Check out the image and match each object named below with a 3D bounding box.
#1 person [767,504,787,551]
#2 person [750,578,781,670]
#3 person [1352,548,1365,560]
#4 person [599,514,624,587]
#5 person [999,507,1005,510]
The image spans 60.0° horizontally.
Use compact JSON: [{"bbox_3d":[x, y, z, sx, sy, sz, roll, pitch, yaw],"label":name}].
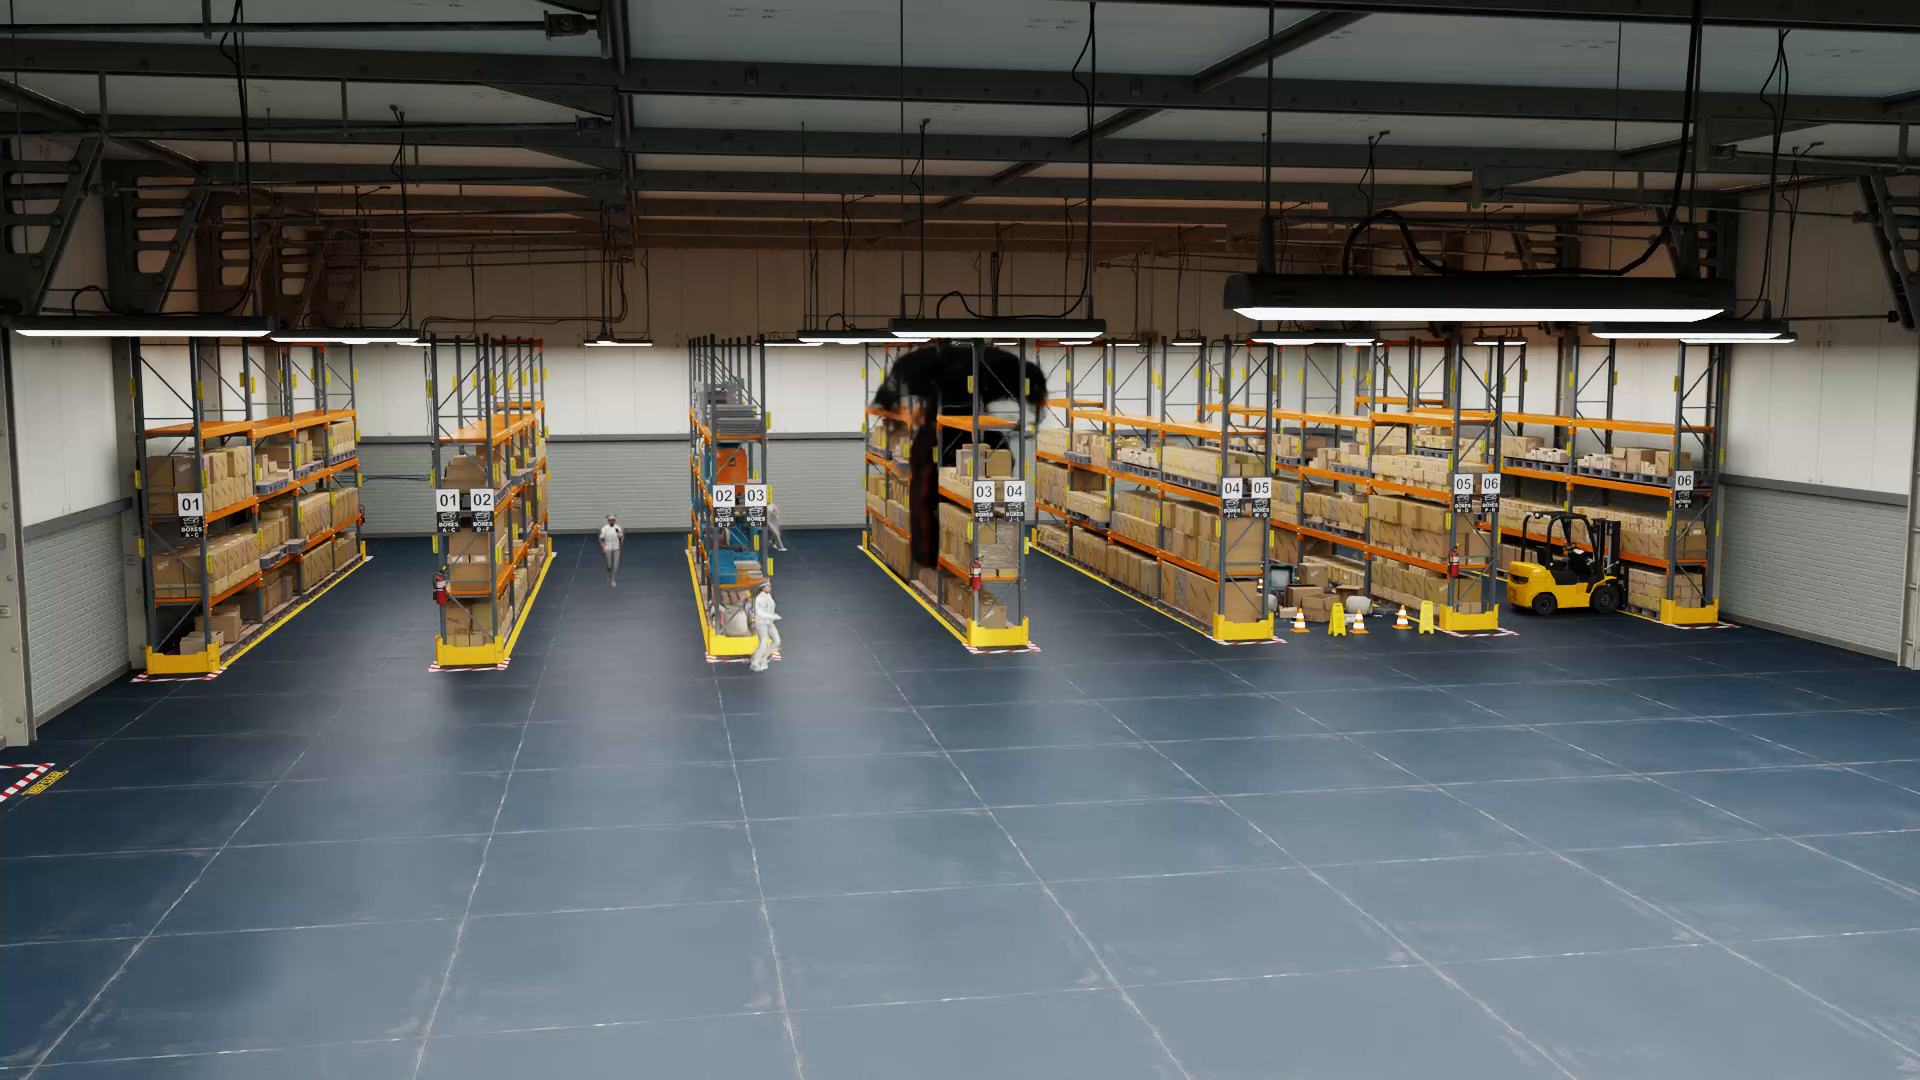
[{"bbox_3d":[-5.375,-0.472,47.206,0.710,1.582,0.737,-5,8,-38],"label":"person"},{"bbox_3d":[-3.438,1.504,29.665,0.633,1.679,0.638,3,7,22],"label":"person"},{"bbox_3d":[10.453,-0.046,43.316,0.565,1.631,0.779,-2,7,-18],"label":"person"},{"bbox_3d":[-8.042,0.218,38.442,0.582,1.677,0.577,-2,7,-18],"label":"person"},{"bbox_3d":[1.172,-0.484,47.000,0.621,1.692,0.793,-1,7,-9],"label":"person"}]
